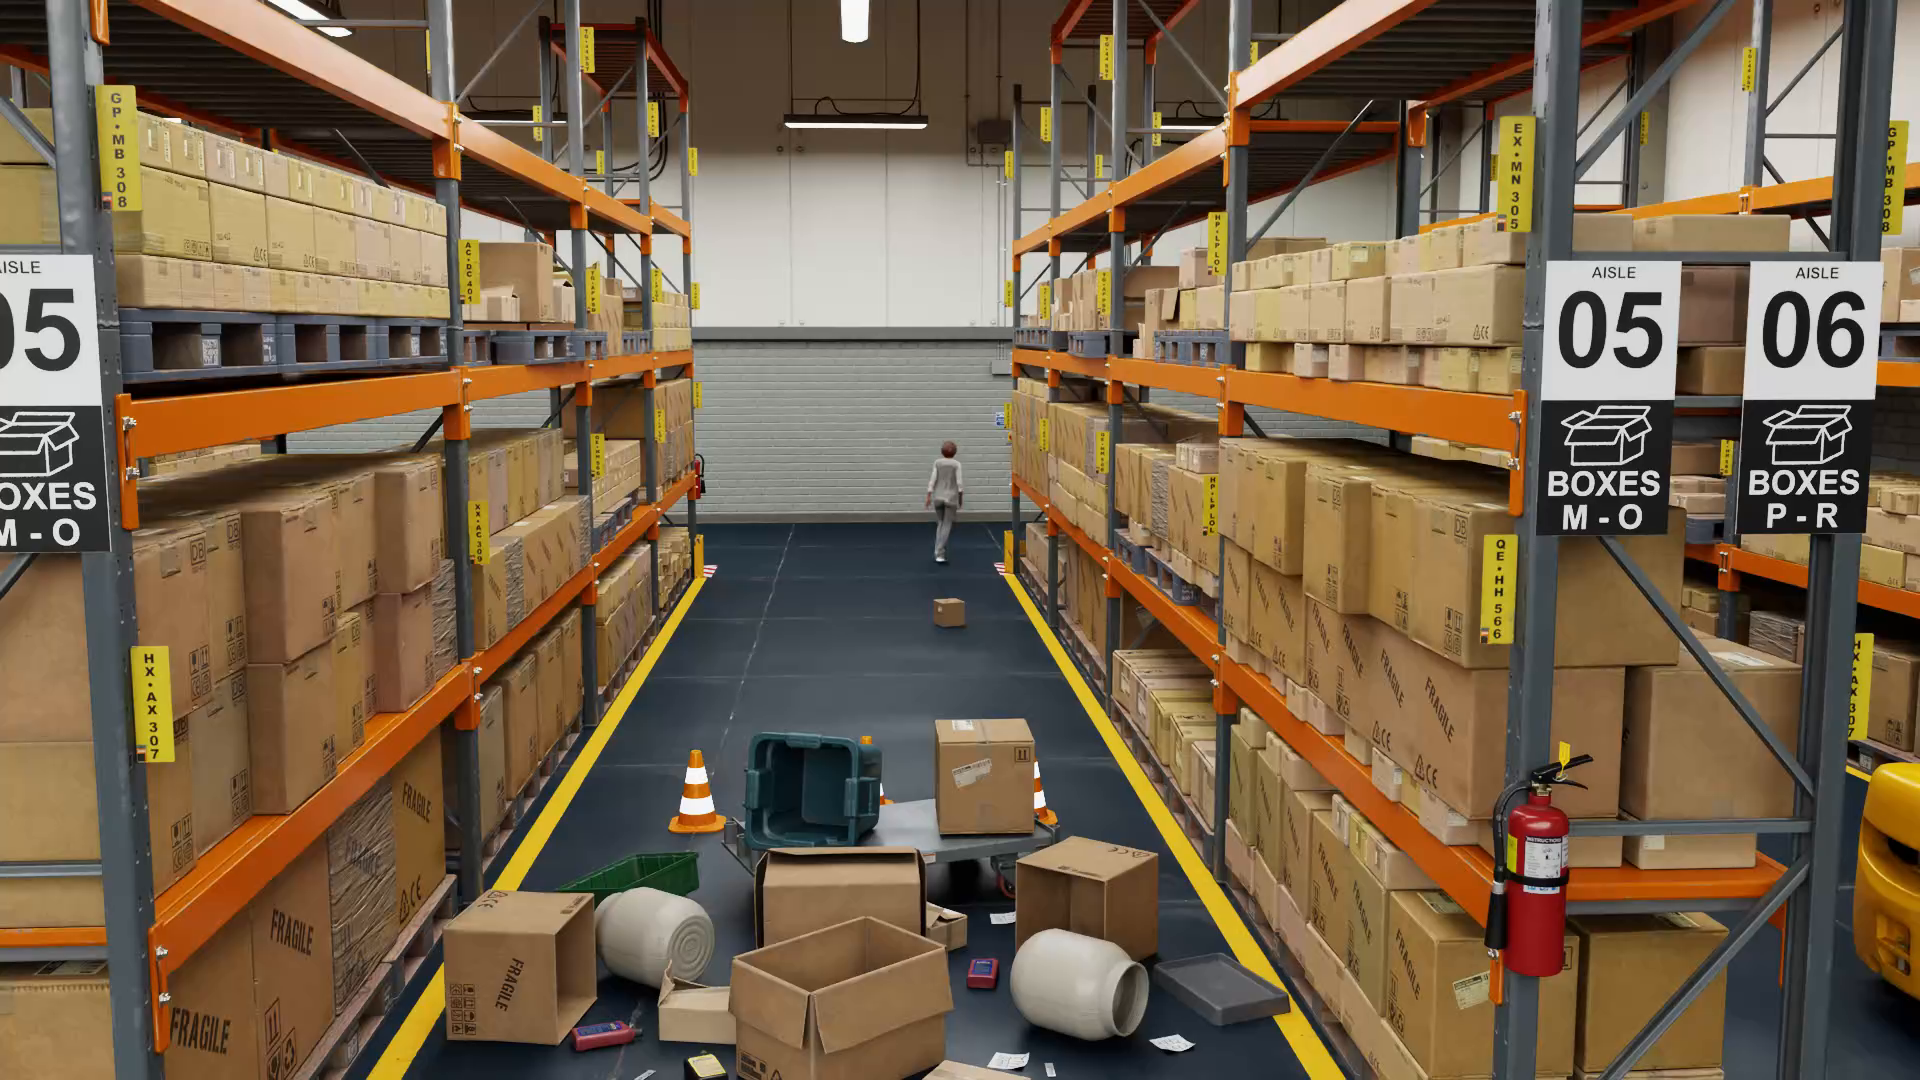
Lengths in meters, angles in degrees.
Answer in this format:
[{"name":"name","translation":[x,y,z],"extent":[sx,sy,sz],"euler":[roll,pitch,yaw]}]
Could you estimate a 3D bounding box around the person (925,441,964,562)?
[{"name":"person","translation":[-0.180,-0.488,21.775],"extent":[0.483,1.626,0.519],"euler":[3,8,22]}]
